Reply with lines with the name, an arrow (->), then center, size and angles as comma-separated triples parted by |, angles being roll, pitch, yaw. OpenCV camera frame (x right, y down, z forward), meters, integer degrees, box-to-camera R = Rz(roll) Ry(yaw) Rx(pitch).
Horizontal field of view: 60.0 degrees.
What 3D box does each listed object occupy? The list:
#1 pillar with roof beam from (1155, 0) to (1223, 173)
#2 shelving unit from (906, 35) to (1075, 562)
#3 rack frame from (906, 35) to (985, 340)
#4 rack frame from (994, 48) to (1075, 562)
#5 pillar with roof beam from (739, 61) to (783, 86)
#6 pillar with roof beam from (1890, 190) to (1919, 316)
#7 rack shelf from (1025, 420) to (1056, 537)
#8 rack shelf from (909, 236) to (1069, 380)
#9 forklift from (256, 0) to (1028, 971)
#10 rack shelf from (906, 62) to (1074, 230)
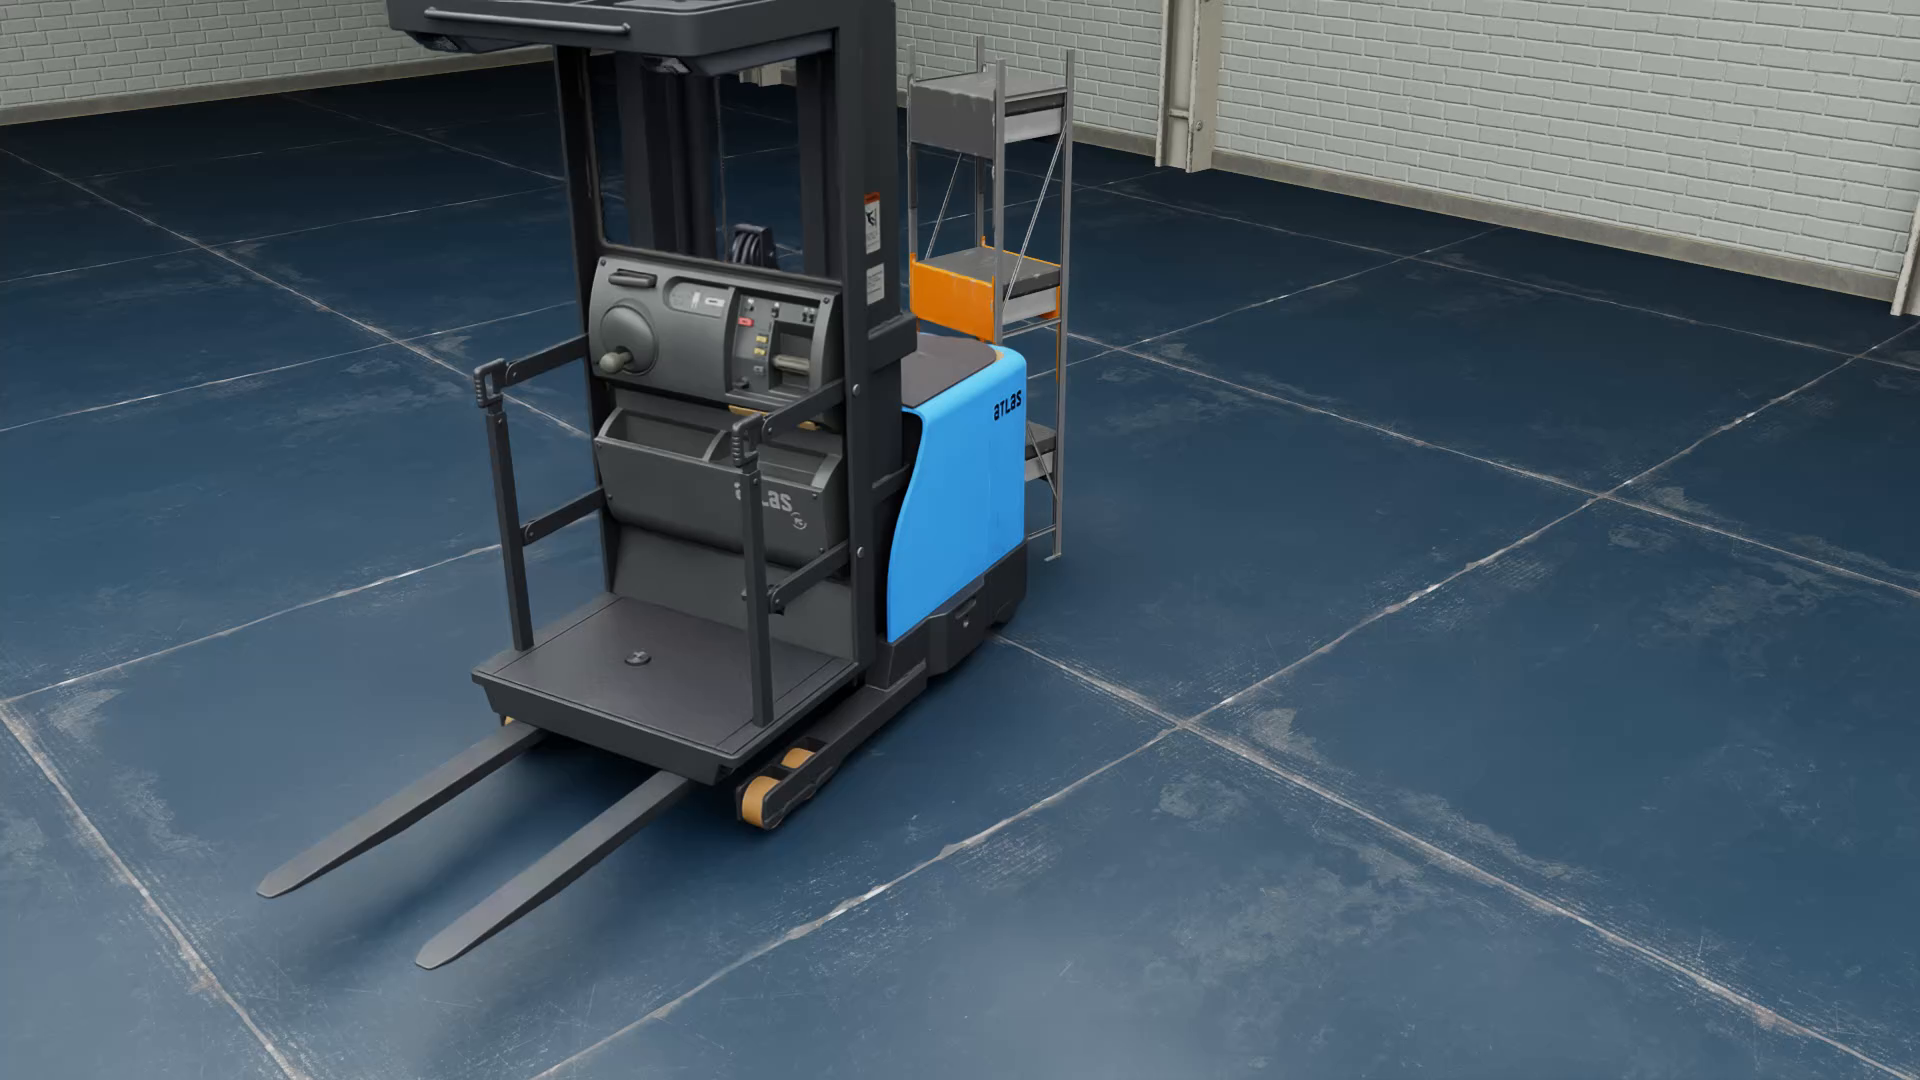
pillar with roof beam -> -1.220, -6.080, 9.734 | 9.100, 9.000, 0.400 | -21, 32, -38
shelving unit -> 0.113, -0.905, 6.704 | 0.431, 2.100, 0.503 | -21, 32, -38
rack frame -> -0.054, -0.979, 6.866 | 0.400, 2.100, 0.015 | -21, 32, -38
rack frame -> 0.280, -0.831, 6.542 | 0.400, 2.100, 0.015 | -21, 32, -38
pillar with roof beam -> -5.321, -7.897, 13.719 | 9.100, 9.000, 0.400 | -21, 32, -38
pillar with roof beam -> 2.881, -4.262, 5.750 | 9.100, 9.000, 0.400 | -21, 32, -38
rack shelf -> 0.113, -0.256, 7.000 | 0.431, 0.518, 0.480 | -21, 32, -38
rack shelf -> 0.113, -0.893, 6.710 | 0.431, 0.518, 0.480 | -21, 32, -38
forklift -> -0.904, -0.637, 5.115 | 1.130, 2.935, 3.031 | 13, 28, 27
rack shelf -> 0.113, -1.530, 6.419 | 0.431, 0.518, 0.480 | -21, 32, -38
